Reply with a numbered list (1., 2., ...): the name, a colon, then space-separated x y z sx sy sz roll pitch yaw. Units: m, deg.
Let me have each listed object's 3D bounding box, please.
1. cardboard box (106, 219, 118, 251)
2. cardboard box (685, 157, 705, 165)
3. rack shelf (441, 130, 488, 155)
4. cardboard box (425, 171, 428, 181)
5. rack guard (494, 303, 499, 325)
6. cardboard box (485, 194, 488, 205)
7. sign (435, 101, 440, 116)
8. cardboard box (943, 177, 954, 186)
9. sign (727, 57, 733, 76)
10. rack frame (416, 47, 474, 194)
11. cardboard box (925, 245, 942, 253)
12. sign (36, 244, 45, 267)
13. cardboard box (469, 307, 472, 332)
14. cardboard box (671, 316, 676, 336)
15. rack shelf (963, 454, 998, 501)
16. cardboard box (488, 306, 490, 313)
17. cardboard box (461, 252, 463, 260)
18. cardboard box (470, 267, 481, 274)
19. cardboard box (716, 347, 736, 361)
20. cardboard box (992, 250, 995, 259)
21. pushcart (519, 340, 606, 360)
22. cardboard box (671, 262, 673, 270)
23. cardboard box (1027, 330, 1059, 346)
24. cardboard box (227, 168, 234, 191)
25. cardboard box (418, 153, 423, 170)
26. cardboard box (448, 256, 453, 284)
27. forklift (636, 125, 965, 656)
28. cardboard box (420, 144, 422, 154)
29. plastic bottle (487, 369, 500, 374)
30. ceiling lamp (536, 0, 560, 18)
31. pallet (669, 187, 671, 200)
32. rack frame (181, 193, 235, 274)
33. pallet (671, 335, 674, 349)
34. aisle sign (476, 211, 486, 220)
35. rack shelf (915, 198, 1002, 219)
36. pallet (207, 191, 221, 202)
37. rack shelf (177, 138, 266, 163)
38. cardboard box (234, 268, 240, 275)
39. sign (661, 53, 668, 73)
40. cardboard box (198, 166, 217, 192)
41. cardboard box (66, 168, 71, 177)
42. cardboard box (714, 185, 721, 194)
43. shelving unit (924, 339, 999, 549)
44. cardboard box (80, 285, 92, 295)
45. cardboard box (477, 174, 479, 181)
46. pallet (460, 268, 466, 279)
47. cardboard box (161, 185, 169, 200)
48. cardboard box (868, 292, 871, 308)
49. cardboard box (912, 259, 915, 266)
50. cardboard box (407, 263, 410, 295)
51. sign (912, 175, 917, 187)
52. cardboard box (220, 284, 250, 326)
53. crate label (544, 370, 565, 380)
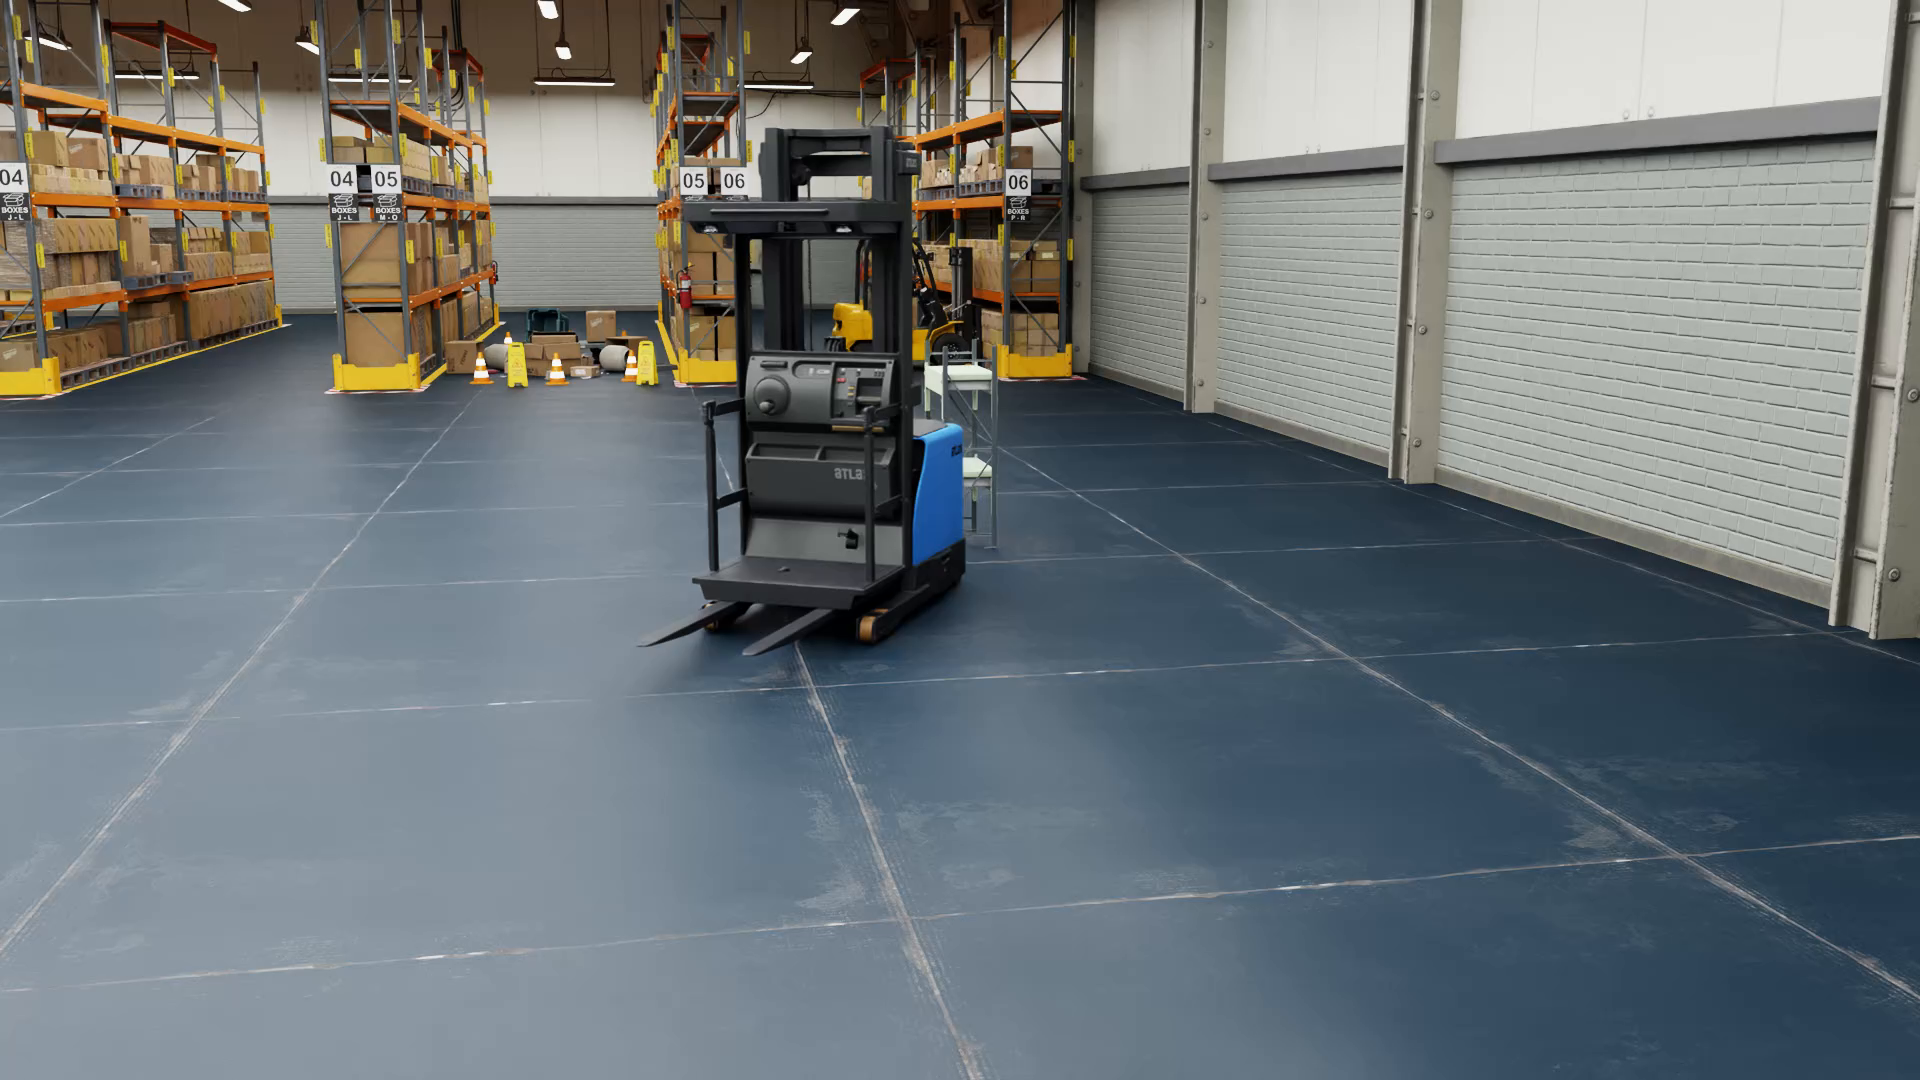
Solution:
1. cardboard box: -13.832 -4.884 26.598 0.500 0.500 0.500 -2 11 -11
2. cardboard box: -4.046 -5.690 25.087 0.380 0.149 0.250 -2 11 -10
3. rack shelf: -11.249 -8.858 37.103 1.077 0.370 4.000 -2 11 -11
4. cardboard box: -8.819 -5.889 26.873 0.380 0.149 0.250 -2 11 -10
5. rack guard: -11.623 -5.391 39.684 1.175 0.500 0.348 -2 11 -11
6. cardboard box: -11.184 -7.866 38.379 0.500 0.250 0.500 -2 11 -11
7. sign: -12.170 -10.058 38.764 0.100 0.325 0.005 -2 11 -11
8. cardboard box: -0.112 -6.608 30.651 0.380 0.149 0.250 -2 11 -11
9. sign: -3.933 -8.092 28.433 0.100 0.325 0.005 -2 11 -11
10. rack frame: -10.860 -8.846 35.108 1.000 3.000 0.127 -2 11 -11
11. cardboard box: -0.477 -5.749 32.876 0.380 0.149 0.250 -2 11 -9
12. sign: -12.879 -3.982 23.278 0.100 0.325 0.005 -2 11 -11
13. cardboard box: -10.175 -4.469 33.717 0.500 0.500 0.500 -2 11 -12
14. cardboard box: -5.146 -4.176 32.518 0.950 0.372 0.625 -3 11 -15
15. rack shelf: 0.001 -0.415 12.611 0.431 0.370 0.720 -2 11 -11
16. cardboard box: -11.039 -5.309 38.272 0.380 0.149 0.250 -2 11 -10
17. cardboard box: -10.231 -5.727 33.515 0.380 0.149 0.250 -2 11 -12
18. cardboard box: -10.594 -5.840 36.028 0.380 0.149 0.250 -2 11 -9
19. cardboard box: -3.576 -2.911 26.197 0.500 0.250 0.500 -2 11 -11
20. cardboard box: 0.729 -4.641 27.054 0.380 0.149 0.250 -2 11 -11
21. pushcart: -6.695 -3.250 28.764 1.648 0.377 0.936 -6 13 -31
22. cardboard box: -5.302 -5.225 31.673 0.380 0.149 0.250 -2 11 -11
23. cardboard box: 1.290 -3.273 26.764 0.500 0.250 0.500 -2 11 -10
24. cardboard box: -16.056 -7.756 35.742 0.700 0.500 0.500 -2 11 -8
25. cardboard box: -8.763 -5.968 26.222 0.500 0.250 0.500 -2 11 -12
26. cardboard box: -9.435 -4.865 29.967 0.500 0.500 0.500 -2 11 -10
27. forklift: -0.902 -0.925 9.718 1.130 2.935 3.031 3 11 18
28. cardboard box: -8.722 -6.188 26.312 0.380 0.149 0.250 -2 11 -11
29. plastic bottle: -7.558 -2.710 26.772 0.283 0.061 0.133 -6 13 -31
30. ceiling lamp: -6.585 -10.341 27.349 0.800 3.185 2.000 -2 11 -11
31. pallet: -4.689 -6.319 30.354 1.213 0.211 1.003 -2 11 -11
32. rack frame: -15.745 -5.737 34.818 1.000 3.000 0.127 -2 11 -11
33. pallet: -5.096 -3.851 32.365 1.003 0.211 1.213 -2 11 -11
34. aisle sign: -11.358 -7.934 39.408 0.394 0.787 0.004 -2 11 -11
35. rack shelf: 0.011 -6.299 31.669 1.077 0.370 4.000 -2 11 -11
36. pallet: -15.518 -6.951 33.682 0.805 0.209 1.217 -3 11 -13
37. rack shelf: -16.134 -8.502 36.289 1.077 0.370 4.000 -2 11 -11
38. cardboard box: -15.476 -5.680 35.190 0.380 0.149 0.250 -2 11 -11
39. sign: -5.012 -8.093 28.228 0.100 0.325 0.005 -2 11 -11
40. cardboard box: -15.622 -7.360 33.932 0.700 0.500 0.500 -2 11 -10
41. cardboard box: -13.615 -5.523 25.002 0.380 0.149 0.250 -3 11 -13
42. cardboard box: -3.575 -5.365 25.509 0.380 0.149 0.250 -2 11 -13
43. shelving unit: 0.001 -0.736 12.550 0.431 1.500 0.755 -2 11 -11
44. cardboard box: -13.582 -3.842 25.534 0.380 0.149 0.250 -2 11 -11
45. cardboard box: -10.888 -8.046 36.921 0.380 0.149 0.250 -2 11 -8
46. pallet: -10.325 -5.198 32.499 1.213 0.211 1.003 -2 11 -11
47. cardboard box: -14.524 -6.235 29.811 0.500 0.250 0.500 -2 11 -11
48. cardboard box: -1.908 -5.877 41.105 0.797 0.503 0.637 -3 11 -13
49. cardboard box: -0.882 -5.735 34.353 0.380 0.149 0.250 -2 11 -10
50. cardboard box: -8.771 -3.939 24.966 0.875 0.550 0.550 -2 11 -11
51. sign: -0.911 -7.254 33.379 0.100 0.325 0.005 -2 11 -11
52. cardboard box: -15.795 -5.024 35.629 0.875 0.875 0.875 -2 11 -11
53. crate label: -6.276 -2.562 25.790 0.250 0.136 0.298 -9 14 -40
